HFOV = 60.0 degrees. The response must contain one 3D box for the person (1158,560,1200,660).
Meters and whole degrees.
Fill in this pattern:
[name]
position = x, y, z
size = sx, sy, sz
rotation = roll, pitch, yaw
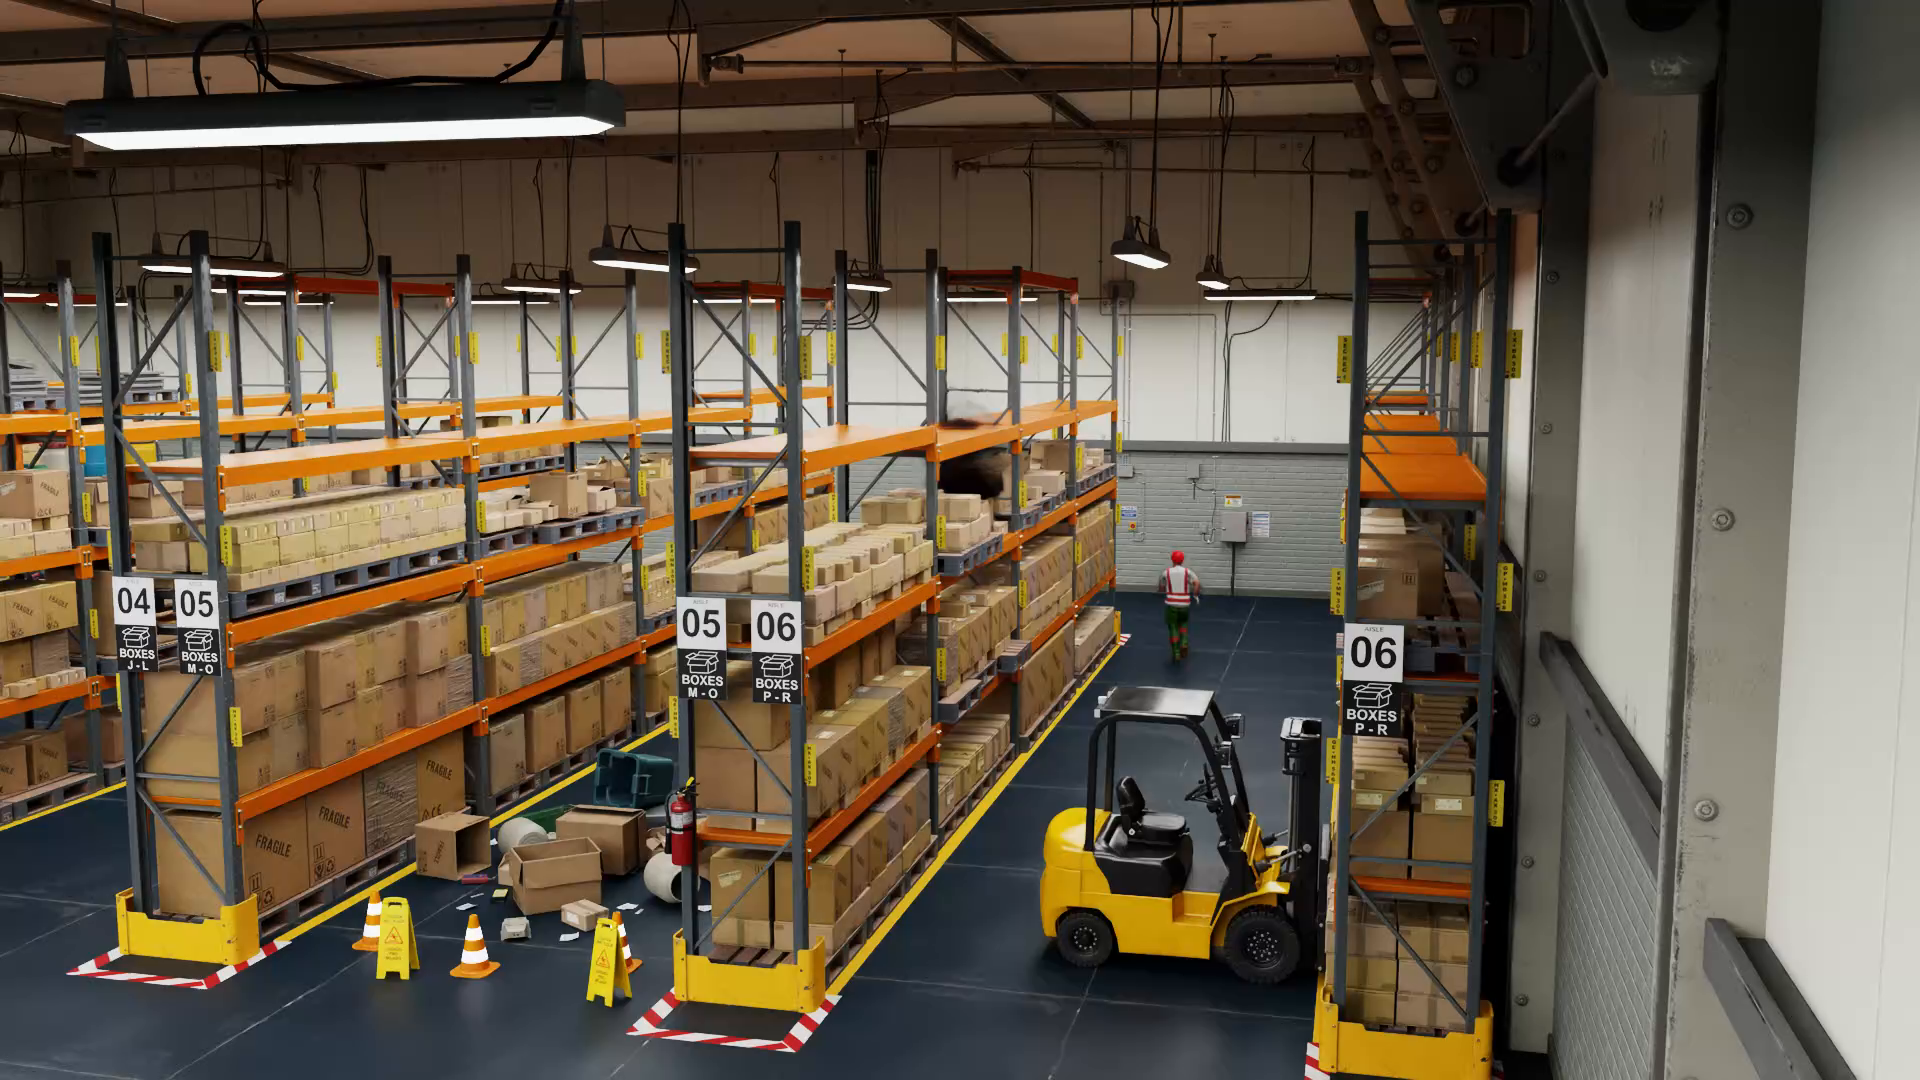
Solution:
[person]
position = 3.491, 1.059, 26.630
size = 0.641, 1.727, 0.690
rotation = 0, 7, 0
